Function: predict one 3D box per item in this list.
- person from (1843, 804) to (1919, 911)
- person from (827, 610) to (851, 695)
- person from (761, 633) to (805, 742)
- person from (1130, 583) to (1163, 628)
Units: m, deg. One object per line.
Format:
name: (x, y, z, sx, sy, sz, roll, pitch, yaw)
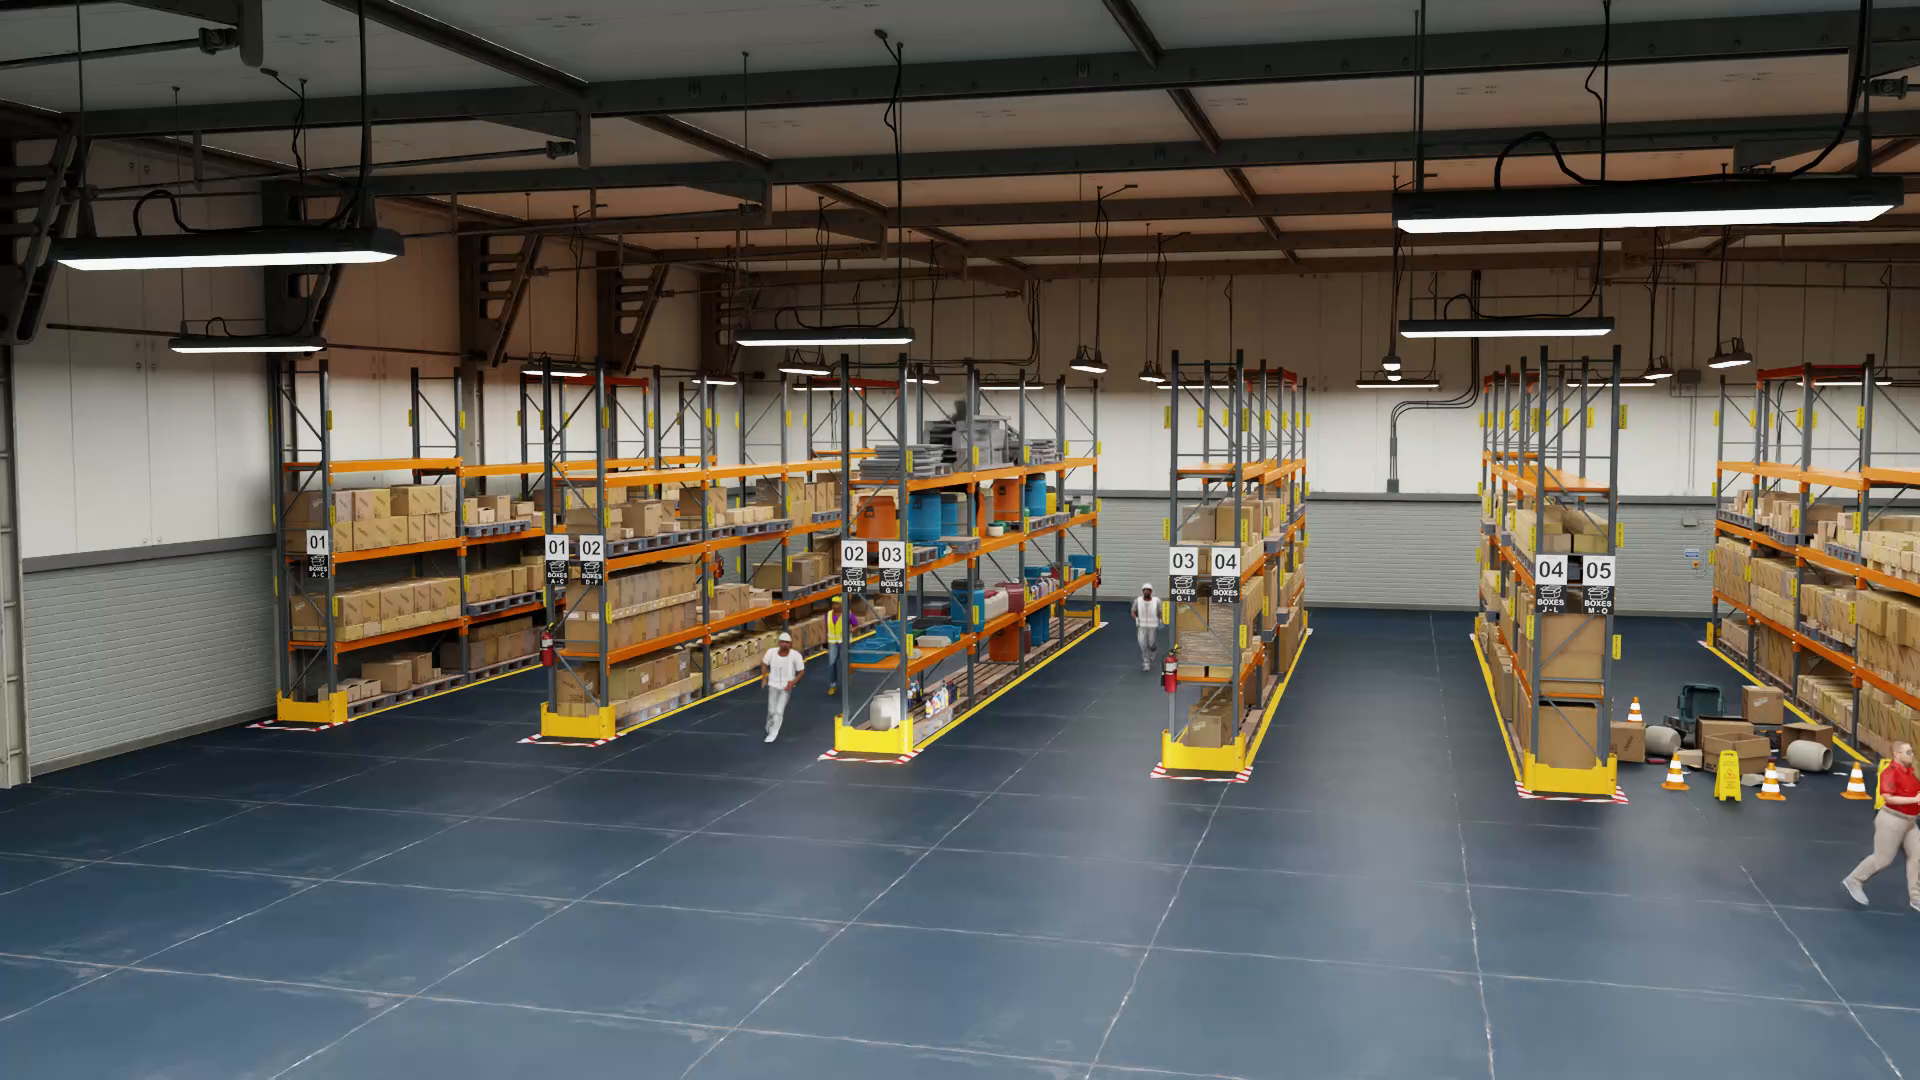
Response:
person: (9.503, 3.236, 16.929, 0.411, 1.109, 0.908, -3, 5, -36)
person: (-2.198, 2.063, 30.636, 0.434, 1.576, 0.745, 1, 4, 14)
person: (-2.771, 2.293, 26.030, 0.679, 1.714, 0.590, 0, 4, -2)
person: (3.749, 1.330, 33.326, 0.685, 0.910, 0.444, 1, 4, 10)
